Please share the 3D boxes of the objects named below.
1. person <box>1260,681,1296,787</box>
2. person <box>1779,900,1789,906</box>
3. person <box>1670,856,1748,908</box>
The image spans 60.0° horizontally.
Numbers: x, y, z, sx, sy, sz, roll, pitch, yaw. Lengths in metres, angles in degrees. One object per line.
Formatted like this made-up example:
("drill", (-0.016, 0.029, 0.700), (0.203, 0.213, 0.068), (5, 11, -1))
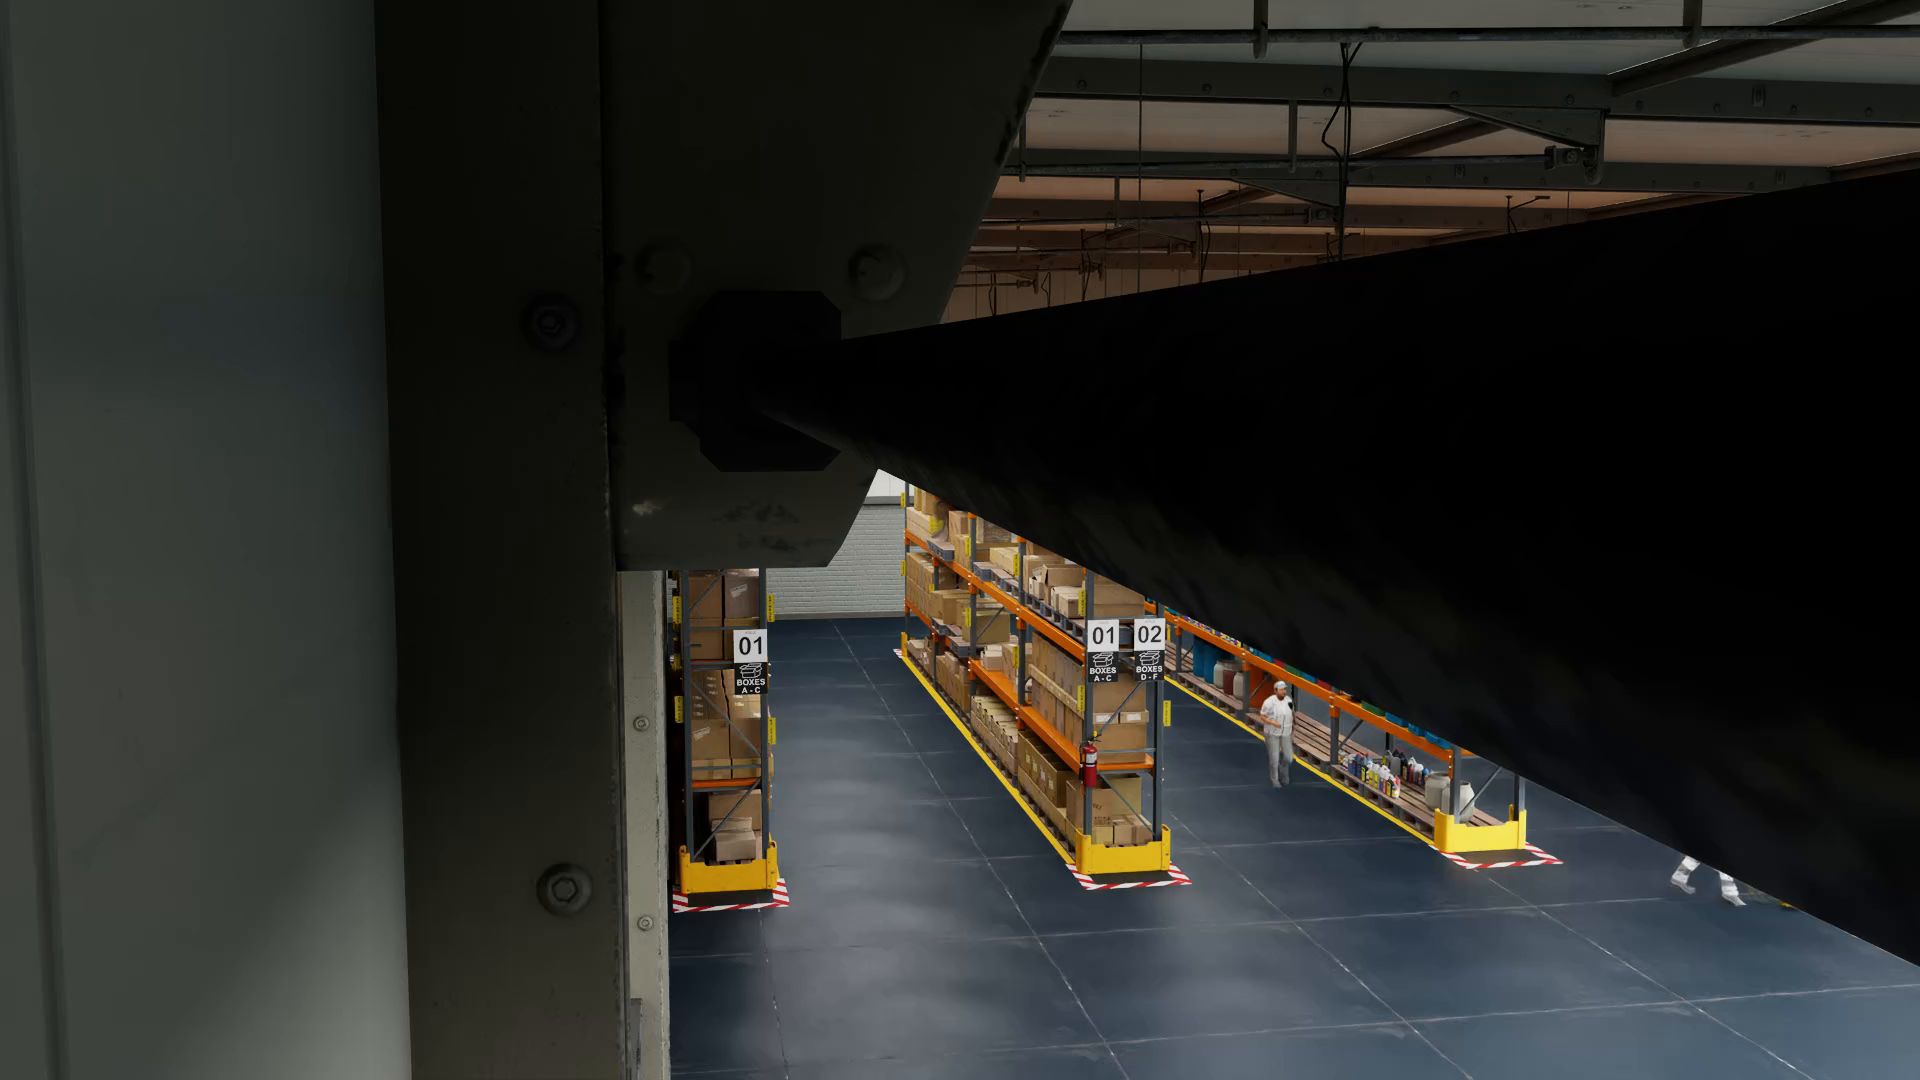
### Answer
("person", (4.790, 2.926, 24.973), (0.567, 1.632, 0.581), (-1, 6, -9))
("person", (9.953, 3.453, 19.343), (0.720, 1.716, 0.680), (2, 6, 16))
("person", (8.924, 3.397, 19.743), (0.856, 1.836, 0.624), (3, 7, 25))
